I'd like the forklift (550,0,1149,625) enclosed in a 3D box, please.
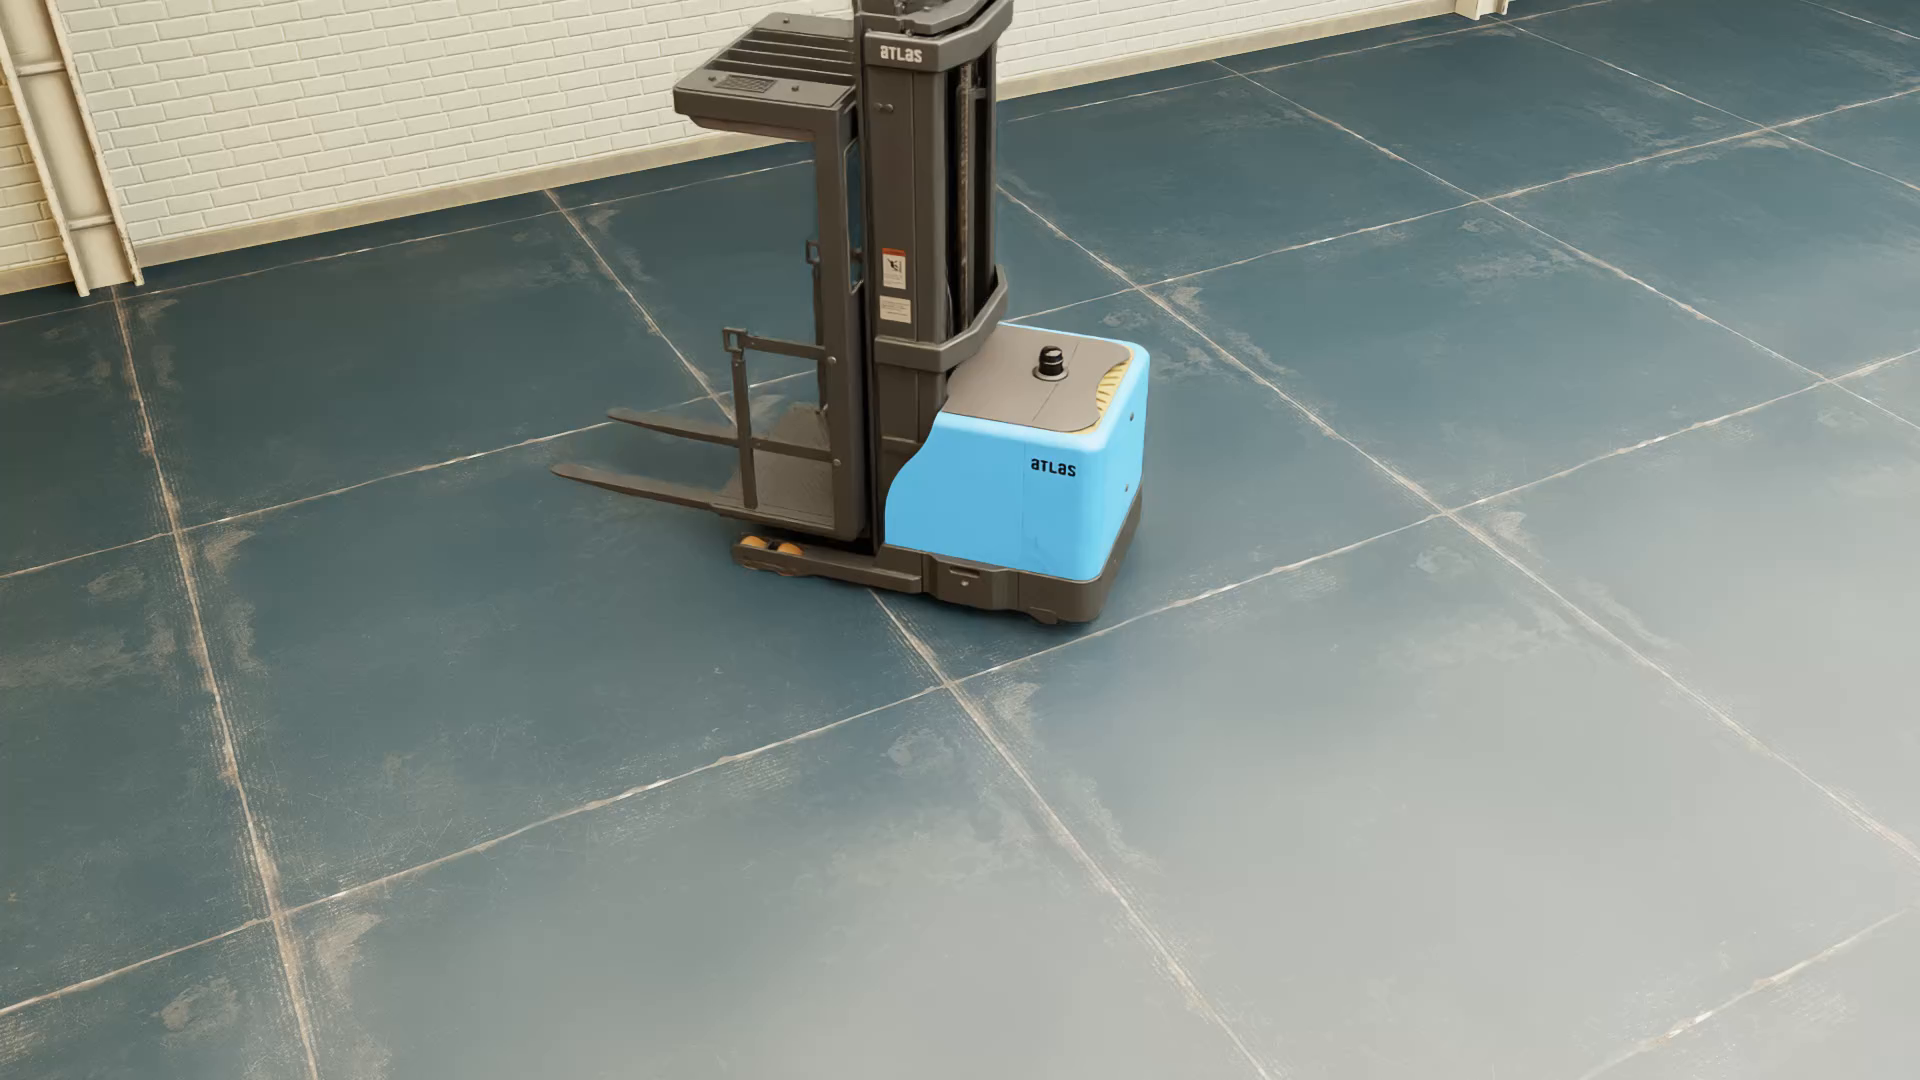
[{"bbox_3d":[-0.632,-1.288,7.946,3.031,2.935,1.130,11,37,15],"label":"forklift"}]
